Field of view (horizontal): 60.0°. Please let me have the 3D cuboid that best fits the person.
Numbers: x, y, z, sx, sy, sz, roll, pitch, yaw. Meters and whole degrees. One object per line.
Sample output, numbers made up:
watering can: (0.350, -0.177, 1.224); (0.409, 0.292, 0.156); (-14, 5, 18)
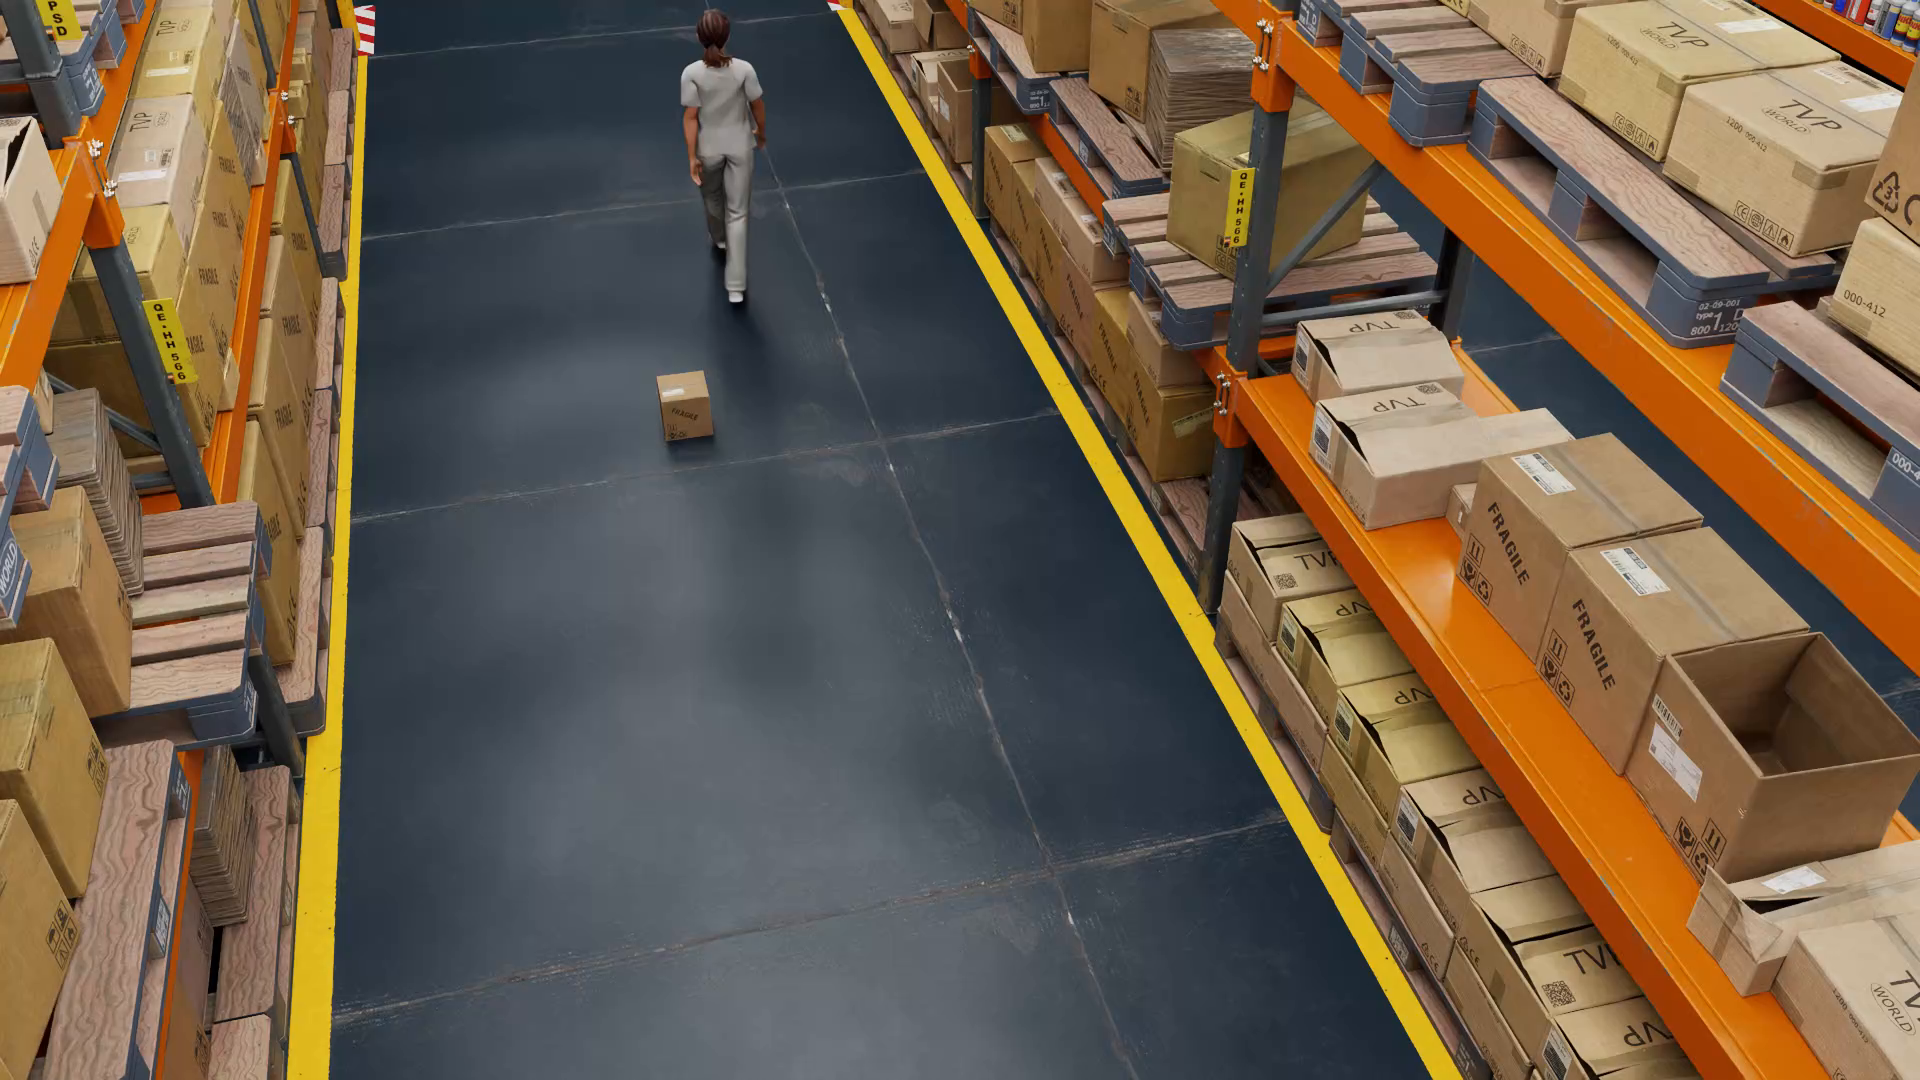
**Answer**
person: (-1.343, -2.293, 9.597); (0.462, 1.616, 0.987); (-4, 39, -5)
